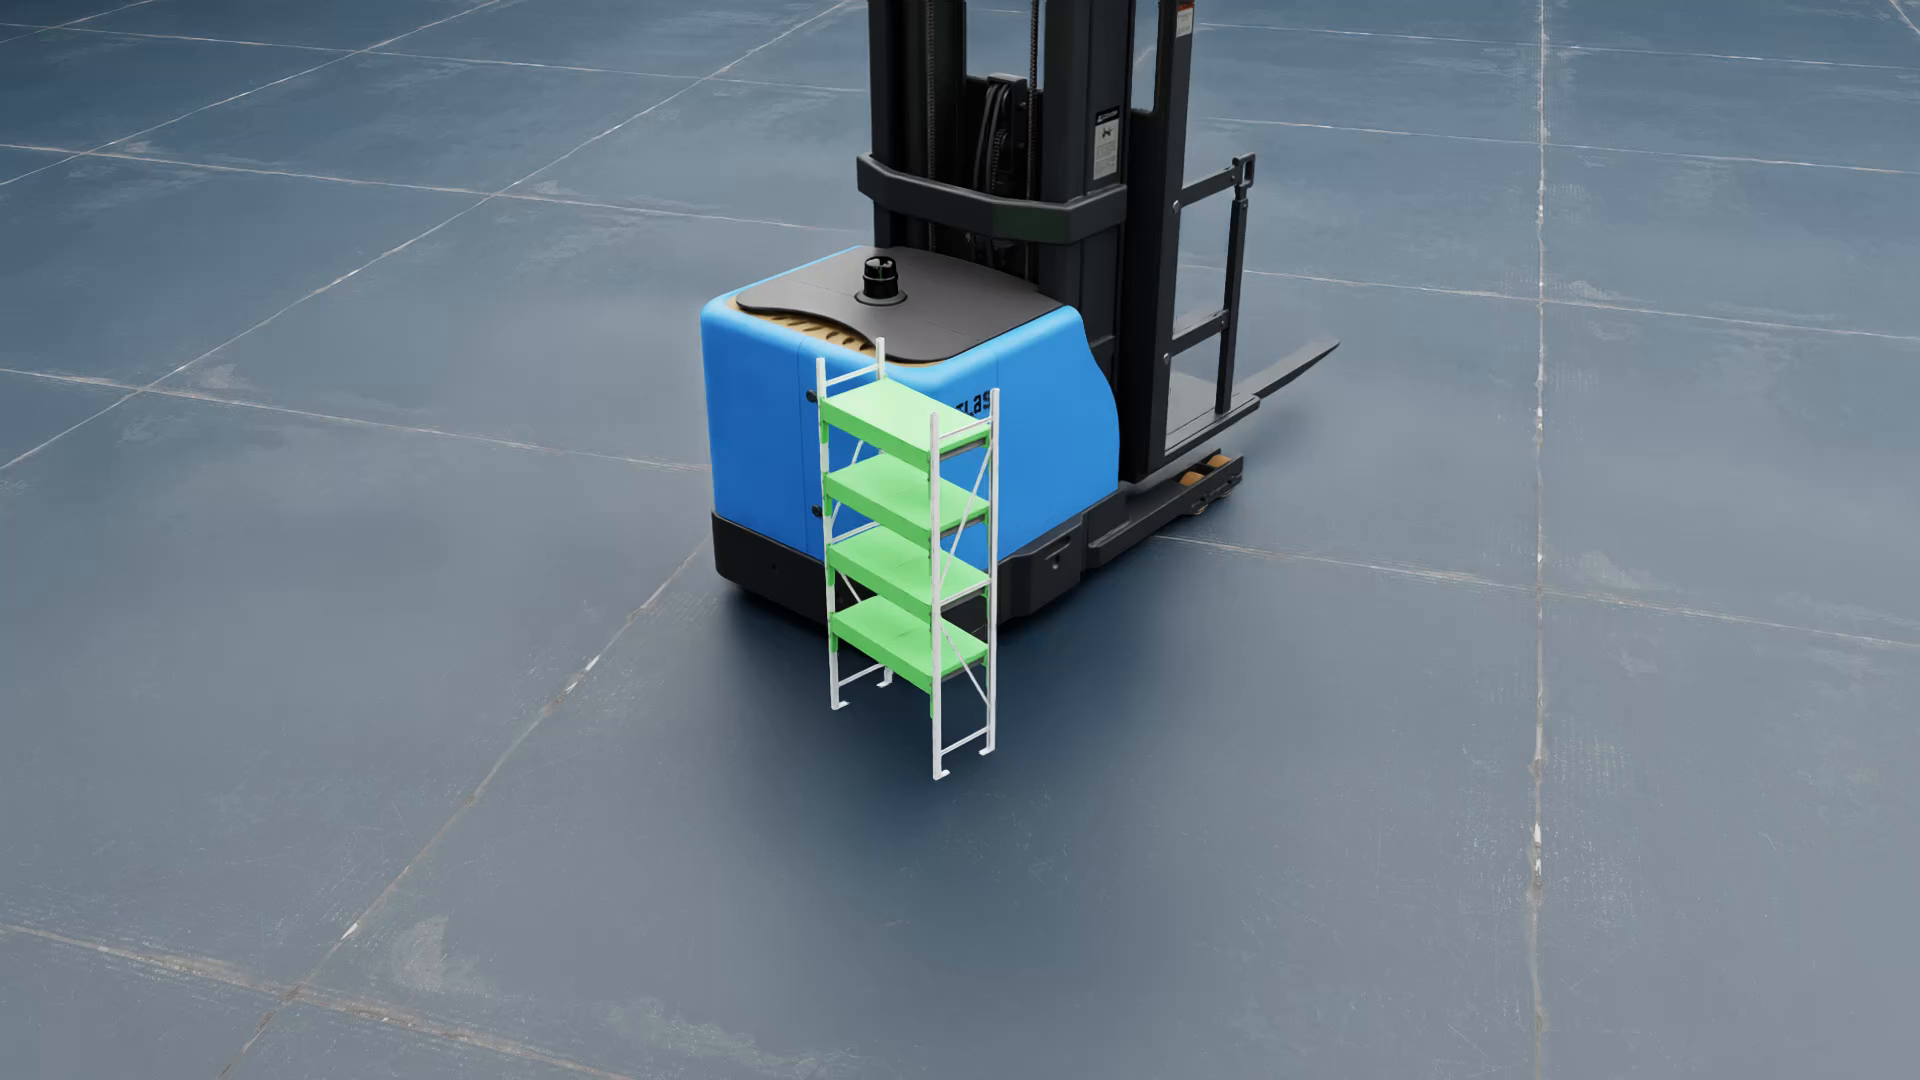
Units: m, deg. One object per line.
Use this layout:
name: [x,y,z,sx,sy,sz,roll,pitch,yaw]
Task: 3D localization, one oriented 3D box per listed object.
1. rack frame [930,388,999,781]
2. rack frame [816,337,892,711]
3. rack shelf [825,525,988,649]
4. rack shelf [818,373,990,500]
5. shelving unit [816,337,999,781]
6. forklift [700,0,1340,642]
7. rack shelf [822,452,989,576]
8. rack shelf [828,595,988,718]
rack frame: [0.013,0.152,4.743,0.240,1.200,0.015,-24,37,-36]
rack frame: [-0.315,-0.024,5.059,0.240,1.200,0.015,-24,37,-36]
rack shelf: [-0.151,0.120,4.932,0.258,0.148,0.480,-24,37,-36]
rack shelf: [-0.151,-0.300,4.699,0.258,0.148,0.480,-24,37,-36]
shelving unit: [-0.151,0.064,4.901,0.258,1.200,0.503,-24,37,-36]
forklift: [0.463,-1.518,5.963,1.130,2.935,3.031,22,36,34]
rack shelf: [-0.151,-0.090,4.816,0.258,0.148,0.480,-24,37,-36]
rack shelf: [-0.151,0.329,5.049,0.258,0.148,0.480,-24,37,-36]
